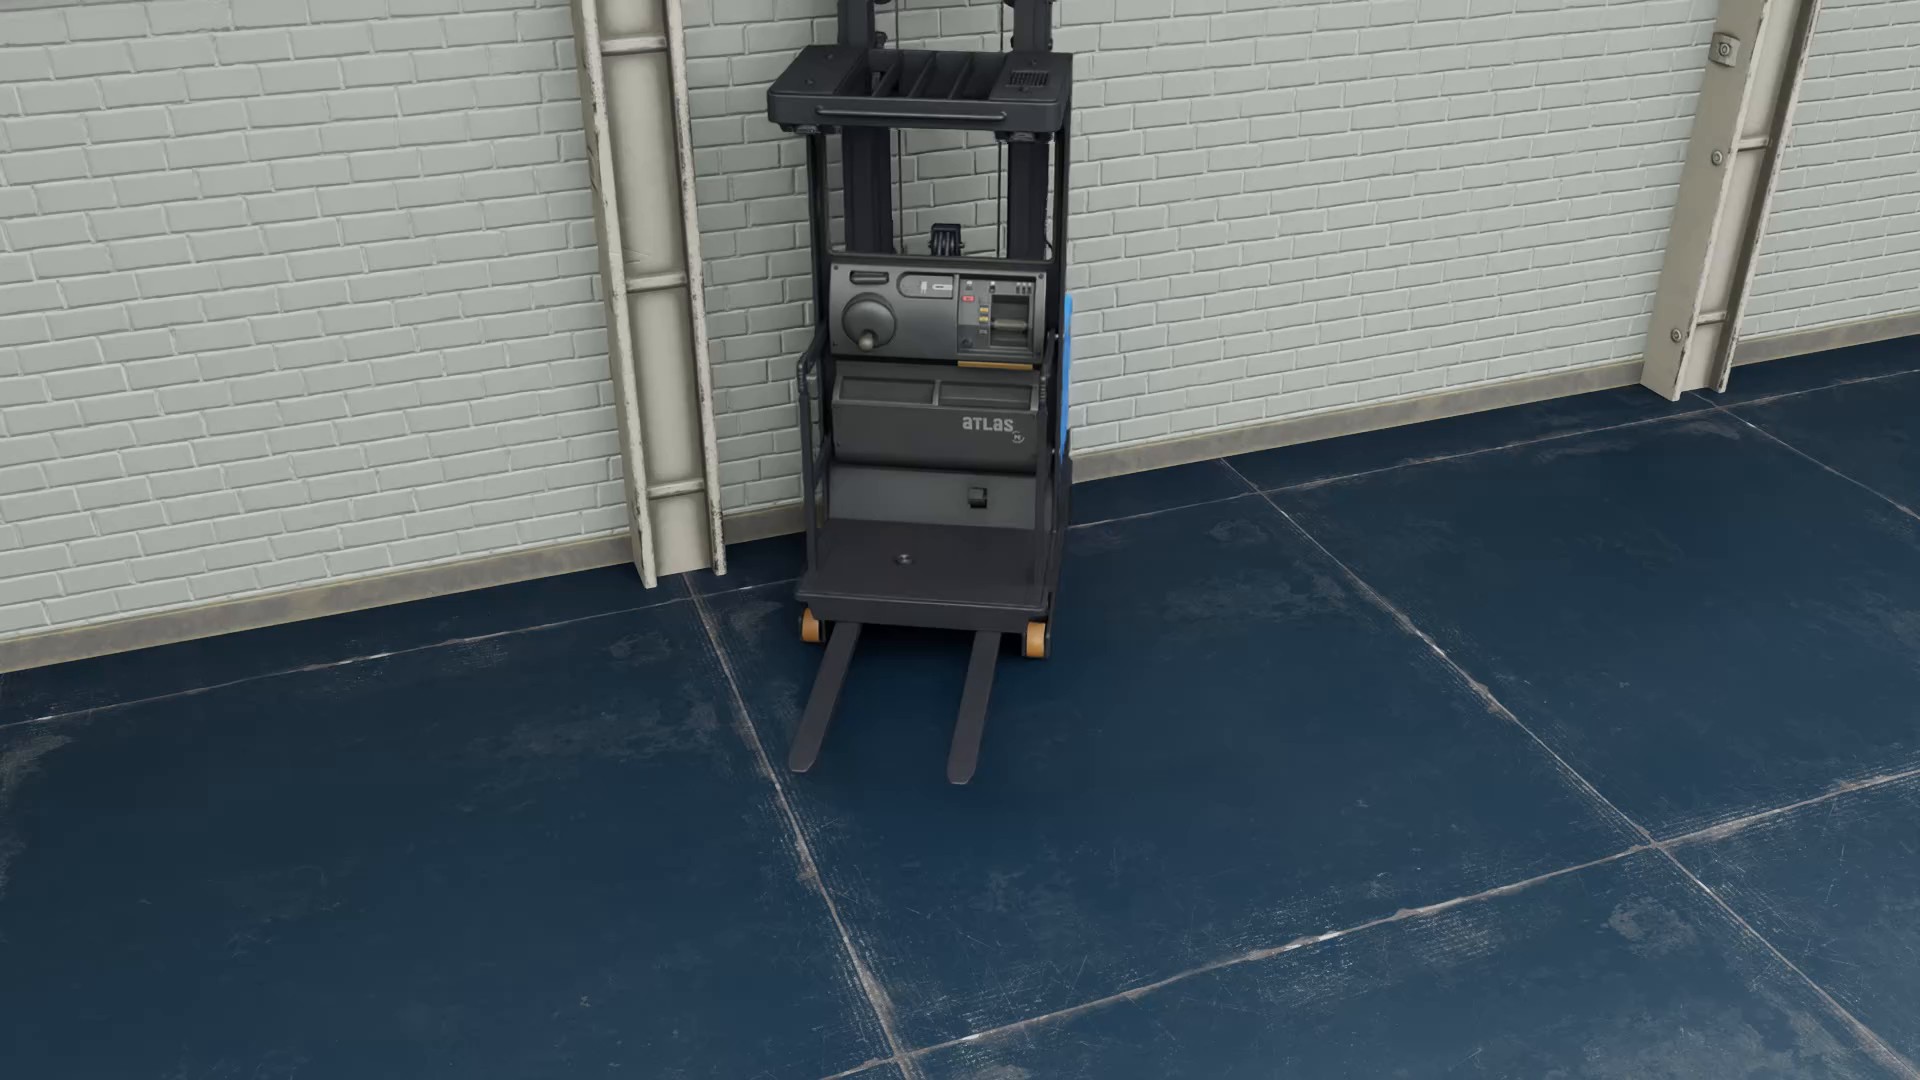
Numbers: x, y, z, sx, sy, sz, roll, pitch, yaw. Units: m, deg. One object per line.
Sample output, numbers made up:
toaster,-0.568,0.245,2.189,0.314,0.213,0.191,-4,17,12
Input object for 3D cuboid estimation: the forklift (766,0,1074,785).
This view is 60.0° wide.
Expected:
forklift,-0.121,-0.933,6.926,1.130,2.935,3.031,4,30,6

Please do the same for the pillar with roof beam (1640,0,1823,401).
pillar with roof beam,5.771,-2.825,4.117,0.400,9.000,9.100,-10,31,-18

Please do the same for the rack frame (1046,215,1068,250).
rack frame,0.408,-0.791,8.052,0.023,1.500,0.400,-4,29,-11

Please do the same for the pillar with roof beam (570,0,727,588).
pillar with roof beam,0.147,-1.789,2.299,0.400,9.000,9.100,-10,31,-18

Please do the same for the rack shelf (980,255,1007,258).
rack shelf,0.065,-1.110,7.793,0.720,0.370,0.431,-4,29,-11

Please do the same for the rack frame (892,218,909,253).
rack frame,-0.307,-0.743,7.906,0.023,1.500,0.400,-4,29,-11

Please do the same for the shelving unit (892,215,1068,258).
shelving unit,0.051,-0.767,7.979,0.755,1.500,0.431,-4,29,-11
